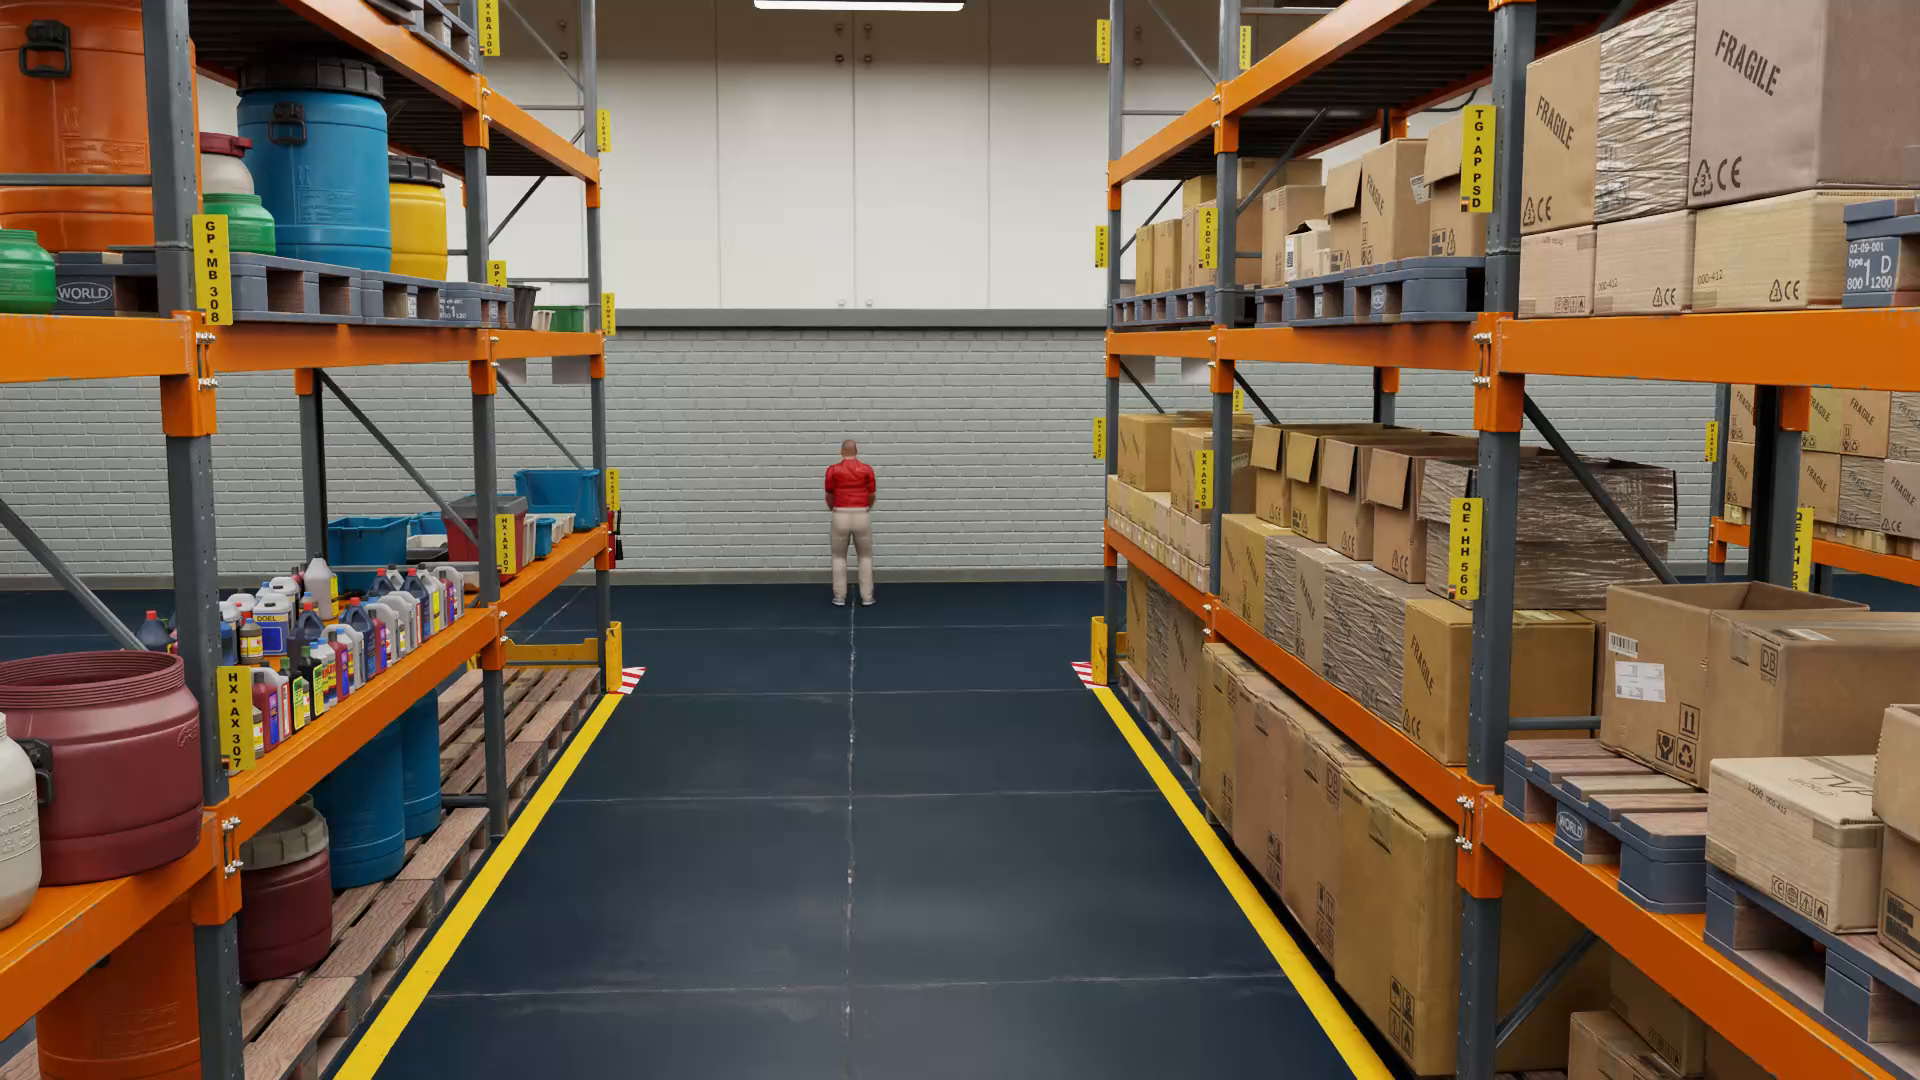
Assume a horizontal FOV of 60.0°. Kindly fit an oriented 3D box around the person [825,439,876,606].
[{"bbox_3d":[-1.142,-0.189,17.356,0.530,1.733,0.482,-1,7,-4],"label":"person"}]
